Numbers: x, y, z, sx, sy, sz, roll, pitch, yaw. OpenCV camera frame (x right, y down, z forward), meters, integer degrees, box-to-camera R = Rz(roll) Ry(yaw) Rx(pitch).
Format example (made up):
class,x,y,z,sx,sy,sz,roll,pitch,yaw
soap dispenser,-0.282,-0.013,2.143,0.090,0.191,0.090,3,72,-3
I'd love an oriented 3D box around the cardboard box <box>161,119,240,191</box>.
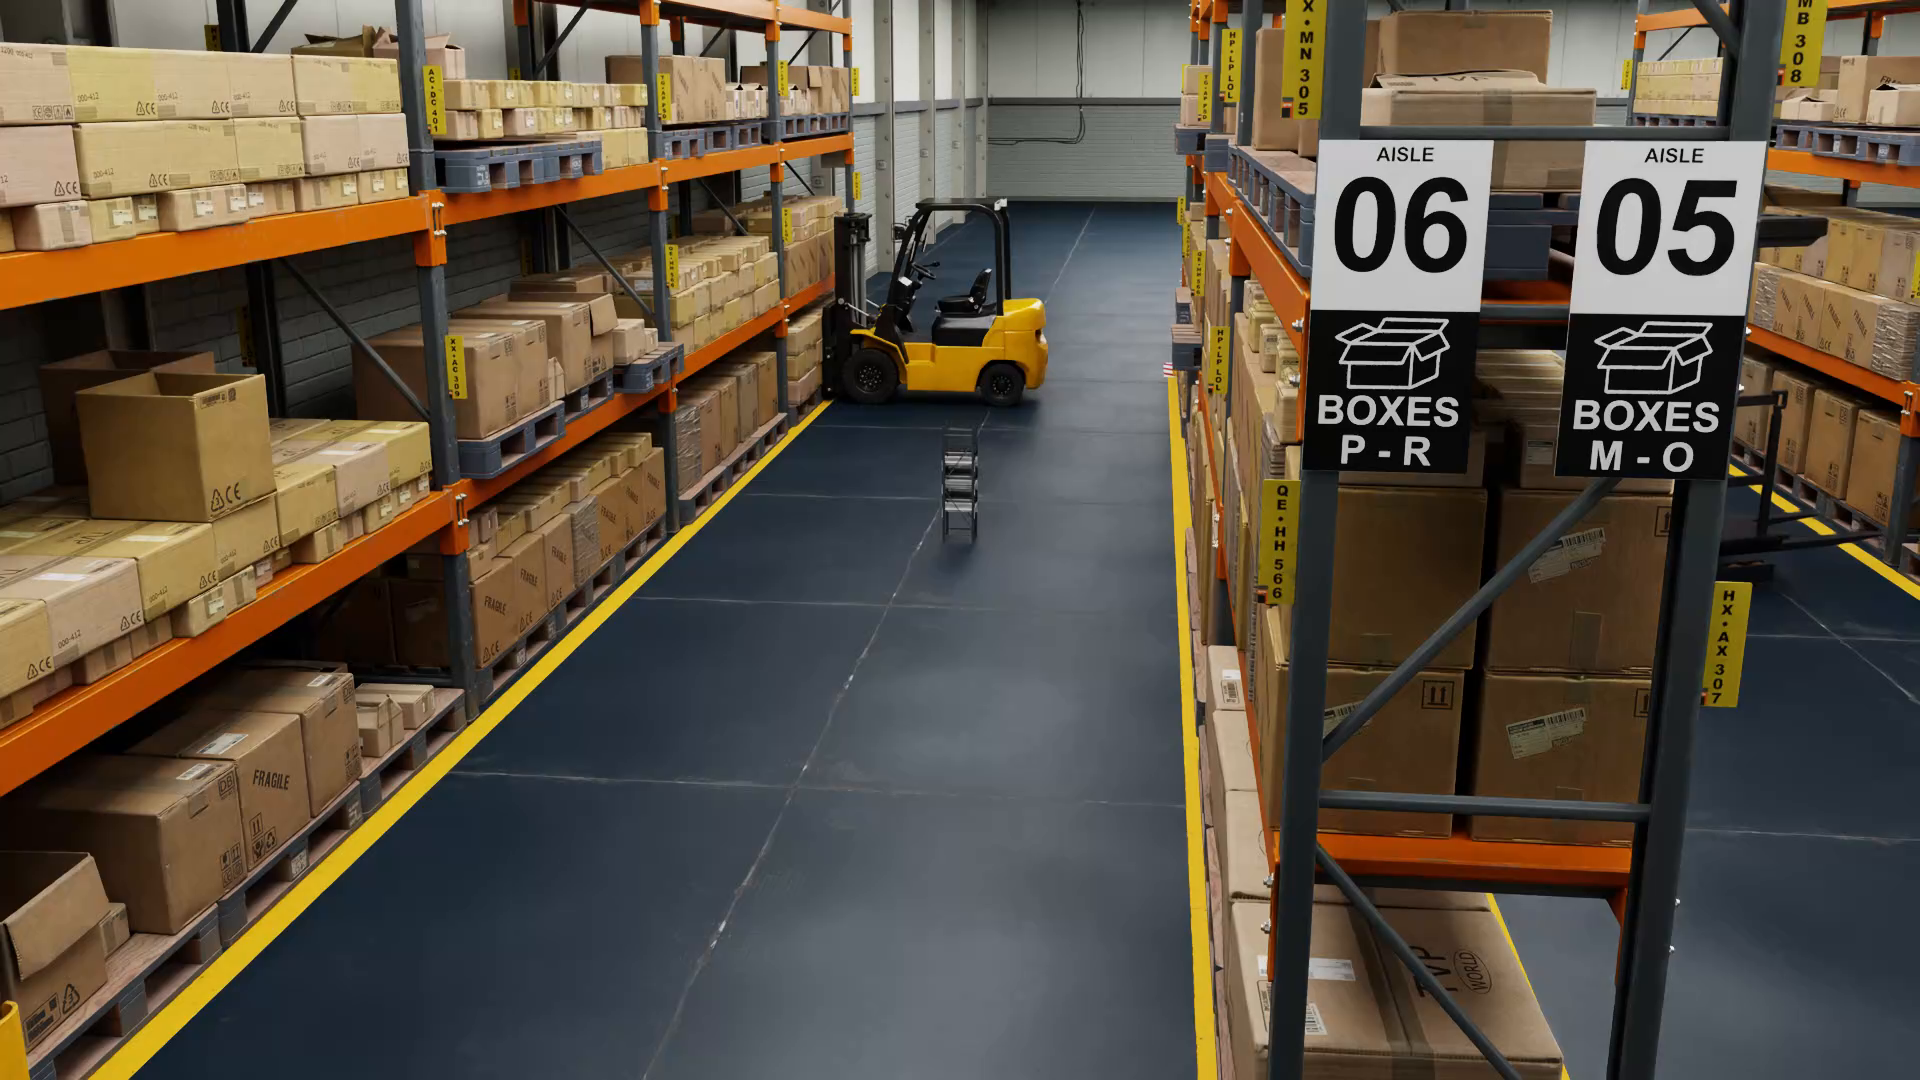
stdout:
class,x,y,z,sx,sy,sz,roll,pitch,yaw
cardboard box,-3.119,-1.472,6.329,0.500,0.250,0.500,1,15,5

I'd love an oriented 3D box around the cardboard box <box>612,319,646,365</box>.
class,x,y,z,sx,sy,sz,roll,pitch,yaw
cardboard box,-2.477,-1.368,11.457,0.500,0.250,0.500,1,15,4

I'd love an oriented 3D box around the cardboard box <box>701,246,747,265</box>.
class,x,y,z,sx,sy,sz,roll,pitch,yaw
cardboard box,-2.127,-2.557,14.937,0.380,0.149,0.250,1,15,5

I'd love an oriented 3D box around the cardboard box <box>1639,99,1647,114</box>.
class,x,y,z,sx,sy,sz,roll,pitch,yaw
cardboard box,7.700,-4.763,18.268,0.380,0.149,0.250,2,15,7

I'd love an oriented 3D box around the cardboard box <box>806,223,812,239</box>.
class,x,y,z,sx,sy,sz,roll,pitch,yaw
cardboard box,-1.769,-3.260,17.537,0.380,0.149,0.250,2,15,6

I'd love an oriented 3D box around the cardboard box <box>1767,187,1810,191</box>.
class,x,y,z,sx,sy,sz,roll,pitch,yaw
cardboard box,7.656,-3.128,16.127,0.875,0.550,0.550,2,15,6

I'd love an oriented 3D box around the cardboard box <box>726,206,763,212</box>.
class,x,y,z,sx,sy,sz,roll,pitch,yaw
cardboard box,-2.316,-3.486,17.804,0.380,0.149,0.250,2,15,6

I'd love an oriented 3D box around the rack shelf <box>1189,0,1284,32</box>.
class,x,y,z,sx,sy,sz,roll,pitch,yaw
rack shelf,2.929,-5.479,17.069,1.077,0.370,4.000,2,15,6

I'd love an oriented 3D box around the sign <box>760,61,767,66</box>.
class,x,y,z,sx,sy,sz,roll,pitch,yaw
sign,-2.328,-5.522,19.763,0.100,0.325,0.005,2,15,6

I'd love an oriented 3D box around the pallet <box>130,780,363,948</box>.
class,x,y,z,sx,sy,sz,roll,pitch,yaw
pallet,-3.345,1.358,7.235,1.003,0.211,1.213,2,15,6

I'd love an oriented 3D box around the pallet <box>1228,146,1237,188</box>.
class,x,y,z,sx,sy,sz,roll,pitch,yaw
pallet,1.855,-1.933,8.684,0.805,0.209,1.217,1,15,4

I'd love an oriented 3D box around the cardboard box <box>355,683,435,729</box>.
class,x,y,z,sx,sy,sz,roll,pitch,yaw
cardboard box,-2.902,0.843,8.454,0.380,0.149,0.250,1,15,5

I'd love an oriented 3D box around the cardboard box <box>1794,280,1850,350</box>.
class,x,y,z,sx,sy,sz,roll,pitch,yaw
cardboard box,7.134,-1.821,13.458,0.500,0.500,0.500,2,15,7

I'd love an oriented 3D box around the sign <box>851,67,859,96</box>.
class,x,y,z,sx,sy,sz,roll,pitch,yaw
sign,-1.240,-5.413,19.644,0.100,0.325,0.005,2,15,6

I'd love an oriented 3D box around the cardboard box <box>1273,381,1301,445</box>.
class,x,y,z,sx,sy,sz,roll,pitch,yaw
cardboard box,1.141,-0.380,4.970,0.380,0.149,0.250,2,15,6

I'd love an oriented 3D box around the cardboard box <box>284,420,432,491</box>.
class,x,y,z,sx,sy,sz,roll,pitch,yaw
cardboard box,-2.947,-0.415,8.168,0.500,0.250,0.500,2,15,8

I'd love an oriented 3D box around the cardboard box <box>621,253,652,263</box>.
class,x,y,z,sx,sy,sz,roll,pitch,yaw
cardboard box,-2.690,-2.371,14.250,0.380,0.149,0.250,2,15,8

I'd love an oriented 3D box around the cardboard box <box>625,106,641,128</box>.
class,x,y,z,sx,sy,sz,roll,pitch,yaw
cardboard box,-2.481,-2.990,11.749,0.380,0.149,0.250,2,15,7

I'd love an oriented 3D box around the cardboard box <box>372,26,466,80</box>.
class,x,y,z,sx,sy,sz,roll,pitch,yaw
cardboard box,-2.751,-2.472,8.434,0.396,0.266,0.258,2,15,6

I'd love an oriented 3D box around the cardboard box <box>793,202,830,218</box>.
class,x,y,z,sx,sy,sz,roll,pitch,yaw
cardboard box,-1.653,-3.667,18.475,0.380,0.149,0.250,2,15,7

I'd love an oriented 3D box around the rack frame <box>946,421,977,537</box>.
class,x,y,z,sx,sy,sz,roll,pitch,yaw
rack frame,0.011,-0.459,12.634,0.240,0.900,0.006,2,15,6

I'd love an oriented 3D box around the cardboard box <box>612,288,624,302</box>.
class,x,y,z,sx,sy,sz,roll,pitch,yaw
cardboard box,-2.906,-1.814,12.955,0.500,0.250,0.500,2,15,8

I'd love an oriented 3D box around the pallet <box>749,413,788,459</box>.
class,x,y,z,sx,sy,sz,roll,pitch,yaw
pallet,-2.273,-1.020,16.029,1.003,0.211,1.213,2,15,6

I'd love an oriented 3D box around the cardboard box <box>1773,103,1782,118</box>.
class,x,y,z,sx,sy,sz,roll,pitch,yaw
cardboard box,7.357,-3.975,15.354,0.380,0.149,0.250,2,15,6

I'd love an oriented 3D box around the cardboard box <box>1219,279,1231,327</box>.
class,x,y,z,sx,sy,sz,roll,pitch,yaw
cardboard box,1.653,-1.127,8.975,0.500,0.500,0.500,2,15,7

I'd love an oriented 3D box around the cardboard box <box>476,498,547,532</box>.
class,x,y,z,sx,sy,sz,roll,pitch,yaw
cardboard box,-2.772,-0.154,10.226,0.380,0.149,0.250,2,15,6

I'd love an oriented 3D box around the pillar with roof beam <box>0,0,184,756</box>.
class,x,y,z,sx,sy,sz,roll,pitch,yaw
pillar with roof beam,0.172,-3.098,6.881,9.100,9.000,0.400,2,15,6

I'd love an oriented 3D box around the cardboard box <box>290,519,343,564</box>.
class,x,y,z,sx,sy,sz,roll,pitch,yaw
cardboard box,-2.987,-0.001,7.401,0.380,0.149,0.250,1,15,5

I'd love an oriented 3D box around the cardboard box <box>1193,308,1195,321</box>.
class,x,y,z,sx,sy,sz,roll,pitch,yaw
cardboard box,2.034,-1.752,13.072,0.380,0.149,0.250,1,15,4

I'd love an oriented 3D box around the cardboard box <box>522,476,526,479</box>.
class,x,y,z,sx,sy,sz,roll,pitch,yaw
cardboard box,-3.158,-0.432,11.254,0.380,0.149,0.250,1,15,5

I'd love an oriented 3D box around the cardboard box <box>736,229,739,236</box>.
class,x,y,z,sx,sy,sz,roll,pitch,yaw
cardboard box,-2.454,-3.076,16.859,0.380,0.149,0.250,1,15,5

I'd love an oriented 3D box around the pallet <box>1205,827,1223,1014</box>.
class,x,y,z,sx,sy,sz,roll,pitch,yaw
pallet,1.502,1.520,6.635,1.003,0.211,1.213,2,15,6

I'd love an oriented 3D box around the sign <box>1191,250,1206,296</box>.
class,x,y,z,sx,sy,sz,roll,pitch,yaw
sign,1.712,-1.910,11.912,0.100,0.325,0.005,2,15,6

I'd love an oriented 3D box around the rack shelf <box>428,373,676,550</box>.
class,x,y,z,sx,sy,sz,roll,pitch,yaw
rack shelf,-2.906,-0.655,10.715,1.077,0.370,4.000,2,15,6

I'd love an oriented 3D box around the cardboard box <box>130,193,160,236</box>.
class,x,y,z,sx,sy,sz,roll,pitch,yaw
cardboard box,-3.147,-1.179,6.010,0.380,0.149,0.250,2,15,6

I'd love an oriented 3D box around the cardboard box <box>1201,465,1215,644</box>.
class,x,y,z,sx,sy,sz,roll,pitch,yaw
cardboard box,1.886,0.087,9.859,0.875,0.875,0.875,2,15,8

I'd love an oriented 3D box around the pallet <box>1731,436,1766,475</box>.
class,x,y,z,sx,sy,sz,roll,pitch,yaw
pallet,7.621,-0.745,15.012,1.003,0.211,1.213,2,15,6

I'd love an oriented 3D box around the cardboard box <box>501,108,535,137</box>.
class,x,y,z,sx,sy,sz,roll,pitch,yaw
cardboard box,-2.594,-2.325,9.251,0.380,0.149,0.250,2,15,7

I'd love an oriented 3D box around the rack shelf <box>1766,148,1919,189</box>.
class,x,y,z,sx,sy,sz,roll,pitch,yaw
rack shelf,7.408,-2.875,13.181,1.077,0.370,4.000,2,15,6

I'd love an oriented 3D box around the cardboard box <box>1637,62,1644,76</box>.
class,x,y,z,sx,sy,sz,roll,pitch,yaw
cardboard box,7.731,-5.216,18.417,0.380,0.149,0.250,2,15,7

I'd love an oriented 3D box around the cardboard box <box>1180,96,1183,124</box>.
class,x,y,z,sx,sy,sz,roll,pitch,yaw
cardboard box,2.239,-3.851,14.895,0.500,0.250,0.500,1,15,5

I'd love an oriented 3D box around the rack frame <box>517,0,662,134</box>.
class,x,y,z,sx,sy,sz,roll,pitch,yaw
rack frame,-2.680,-4.417,11.756,1.000,3.000,0.127,2,15,6

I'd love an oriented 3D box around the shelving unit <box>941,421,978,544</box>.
class,x,y,z,sx,sy,sz,roll,pitch,yaw
shelving unit,-0.001,-0.432,12.537,0.258,0.900,0.210,2,15,6

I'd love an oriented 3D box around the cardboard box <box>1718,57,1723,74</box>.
class,x,y,z,sx,sy,sz,roll,pitch,yaw
cardboard box,7.416,-4.491,15.735,0.380,0.149,0.250,2,15,6

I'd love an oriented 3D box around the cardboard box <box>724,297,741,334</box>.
class,x,y,z,sx,sy,sz,roll,pitch,yaw
cardboard box,-2.214,-1.955,14.432,0.500,0.250,0.500,2,15,8

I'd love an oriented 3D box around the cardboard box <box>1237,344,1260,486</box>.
class,x,y,z,sx,sy,sz,roll,pitch,yaw
cardboard box,1.374,-0.489,6.618,0.500,0.500,0.500,2,15,7

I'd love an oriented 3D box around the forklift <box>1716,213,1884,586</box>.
class,x,y,z,sx,sy,sz,roll,pitch,yaw
forklift,5.108,-1.209,11.518,3.031,2.935,1.130,-5,16,-17

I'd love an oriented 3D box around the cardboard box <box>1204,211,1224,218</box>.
class,x,y,z,sx,sy,sz,roll,pitch,yaw
cardboard box,2.279,-2.724,14.182,0.380,0.149,0.250,3,15,9

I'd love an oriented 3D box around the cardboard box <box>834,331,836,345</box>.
class,x,y,z,sx,sy,sz,roll,pitch,yaw
cardboard box,-1.626,-2.313,18.973,0.500,0.250,0.500,1,15,5

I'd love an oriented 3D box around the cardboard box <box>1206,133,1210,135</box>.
class,x,y,z,sx,sy,sz,roll,pitch,yaw
cardboard box,2.436,-3.831,15.817,0.380,0.149,0.250,2,15,7

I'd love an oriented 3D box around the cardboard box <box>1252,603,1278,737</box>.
class,x,y,z,sx,sy,sz,roll,pitch,yaw
cardboard box,1.213,0.389,5.287,0.500,0.500,0.500,1,15,5

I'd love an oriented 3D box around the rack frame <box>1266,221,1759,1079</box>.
class,x,y,z,sx,sy,sz,roll,pitch,yaw
rack frame,1.350,0.699,4.329,1.000,3.000,0.127,2,15,6

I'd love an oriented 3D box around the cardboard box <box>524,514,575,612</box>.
class,x,y,z,sx,sy,sz,roll,pitch,yaw
cardboard box,-2.742,0.134,10.404,0.500,0.500,0.500,1,15,5

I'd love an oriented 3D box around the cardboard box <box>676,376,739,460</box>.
class,x,y,z,sx,sy,sz,roll,pitch,yaw
cardboard box,-2.454,-1.083,14.665,0.875,0.625,0.625,1,15,4

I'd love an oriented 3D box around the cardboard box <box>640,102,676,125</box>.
class,x,y,z,sx,sy,sz,roll,pitch,yaw
cardboard box,-2.339,-3.188,12.412,0.380,0.166,0.250,2,15,6

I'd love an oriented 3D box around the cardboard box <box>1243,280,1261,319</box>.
class,x,y,z,sx,sy,sz,roll,pitch,yaw
cardboard box,1.508,-1.108,7.663,0.380,0.149,0.250,1,15,5

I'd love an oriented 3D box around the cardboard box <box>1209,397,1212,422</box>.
class,x,y,z,sx,sy,sz,roll,pitch,yaw
cardboard box,1.842,-0.914,10.583,0.500,0.250,0.500,2,15,8
